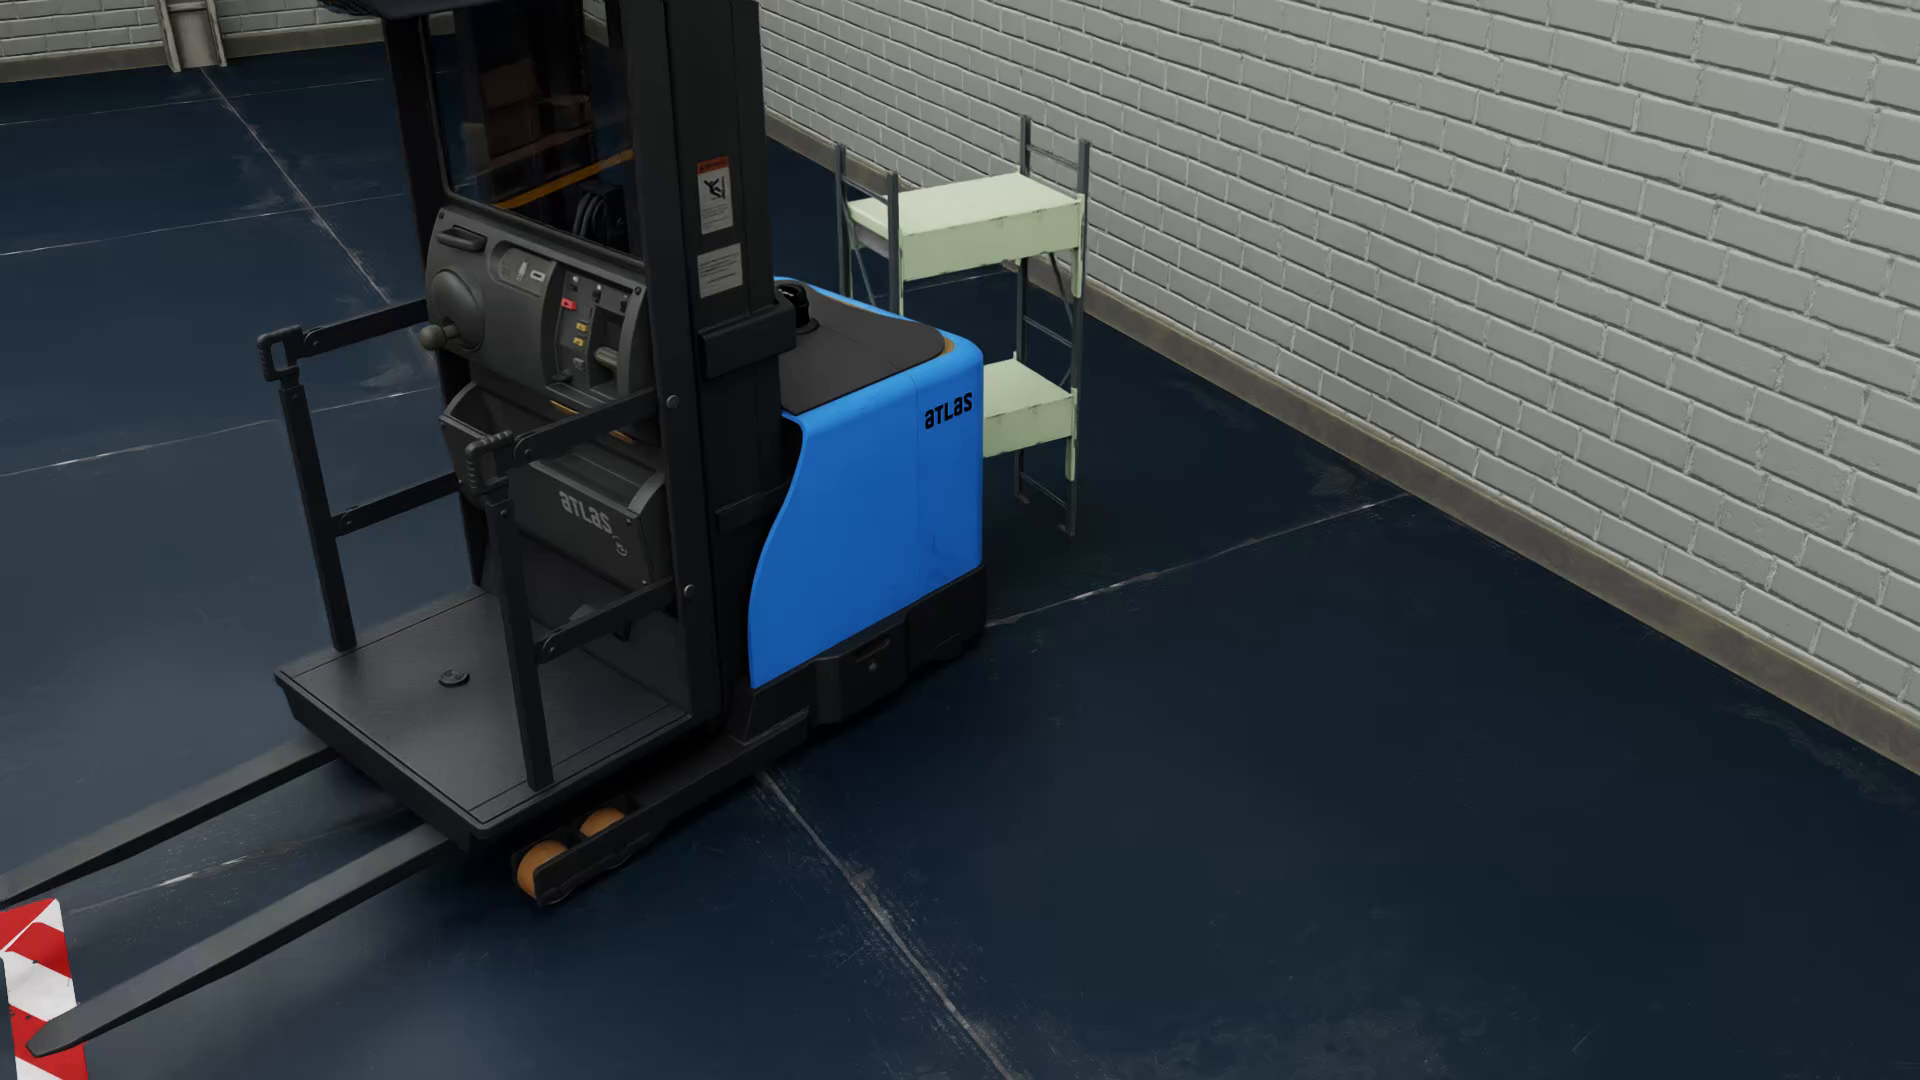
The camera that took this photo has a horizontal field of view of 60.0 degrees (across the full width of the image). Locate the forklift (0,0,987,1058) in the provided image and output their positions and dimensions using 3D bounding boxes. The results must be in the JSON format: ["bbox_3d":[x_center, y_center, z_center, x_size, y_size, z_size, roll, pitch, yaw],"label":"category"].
[{"bbox_3d":[-1.279,-0.584,4.274,1.130,2.935,3.031,24,37,36],"label":"forklift"}]

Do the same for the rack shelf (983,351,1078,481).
[{"bbox_3d":[0.009,-0.379,6.059,0.720,0.370,0.431,-16,33,-27],"label":"rack shelf"}]

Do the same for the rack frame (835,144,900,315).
[{"bbox_3d":[-0.306,-0.574,5.738,0.023,1.500,0.400,-16,33,-27],"label":"rack frame"}]

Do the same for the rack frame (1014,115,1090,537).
[{"bbox_3d":[0.324,-0.755,6.065,0.023,1.500,0.400,-16,33,-27],"label":"rack frame"}]

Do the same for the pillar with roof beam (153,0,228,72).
[{"bbox_3d":[-3.757,-5.848,7.533,0.400,9.000,9.100,-16,33,-26],"label":"pillar with roof beam"}]

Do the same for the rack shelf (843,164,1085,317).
[{"bbox_3d":[0.009,-1.006,5.713,0.720,0.370,0.431,-16,33,-27],"label":"rack shelf"}]

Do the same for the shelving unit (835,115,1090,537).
[{"bbox_3d":[0.009,-0.664,5.901,0.755,1.500,0.431,-16,33,-27],"label":"shelving unit"}]
